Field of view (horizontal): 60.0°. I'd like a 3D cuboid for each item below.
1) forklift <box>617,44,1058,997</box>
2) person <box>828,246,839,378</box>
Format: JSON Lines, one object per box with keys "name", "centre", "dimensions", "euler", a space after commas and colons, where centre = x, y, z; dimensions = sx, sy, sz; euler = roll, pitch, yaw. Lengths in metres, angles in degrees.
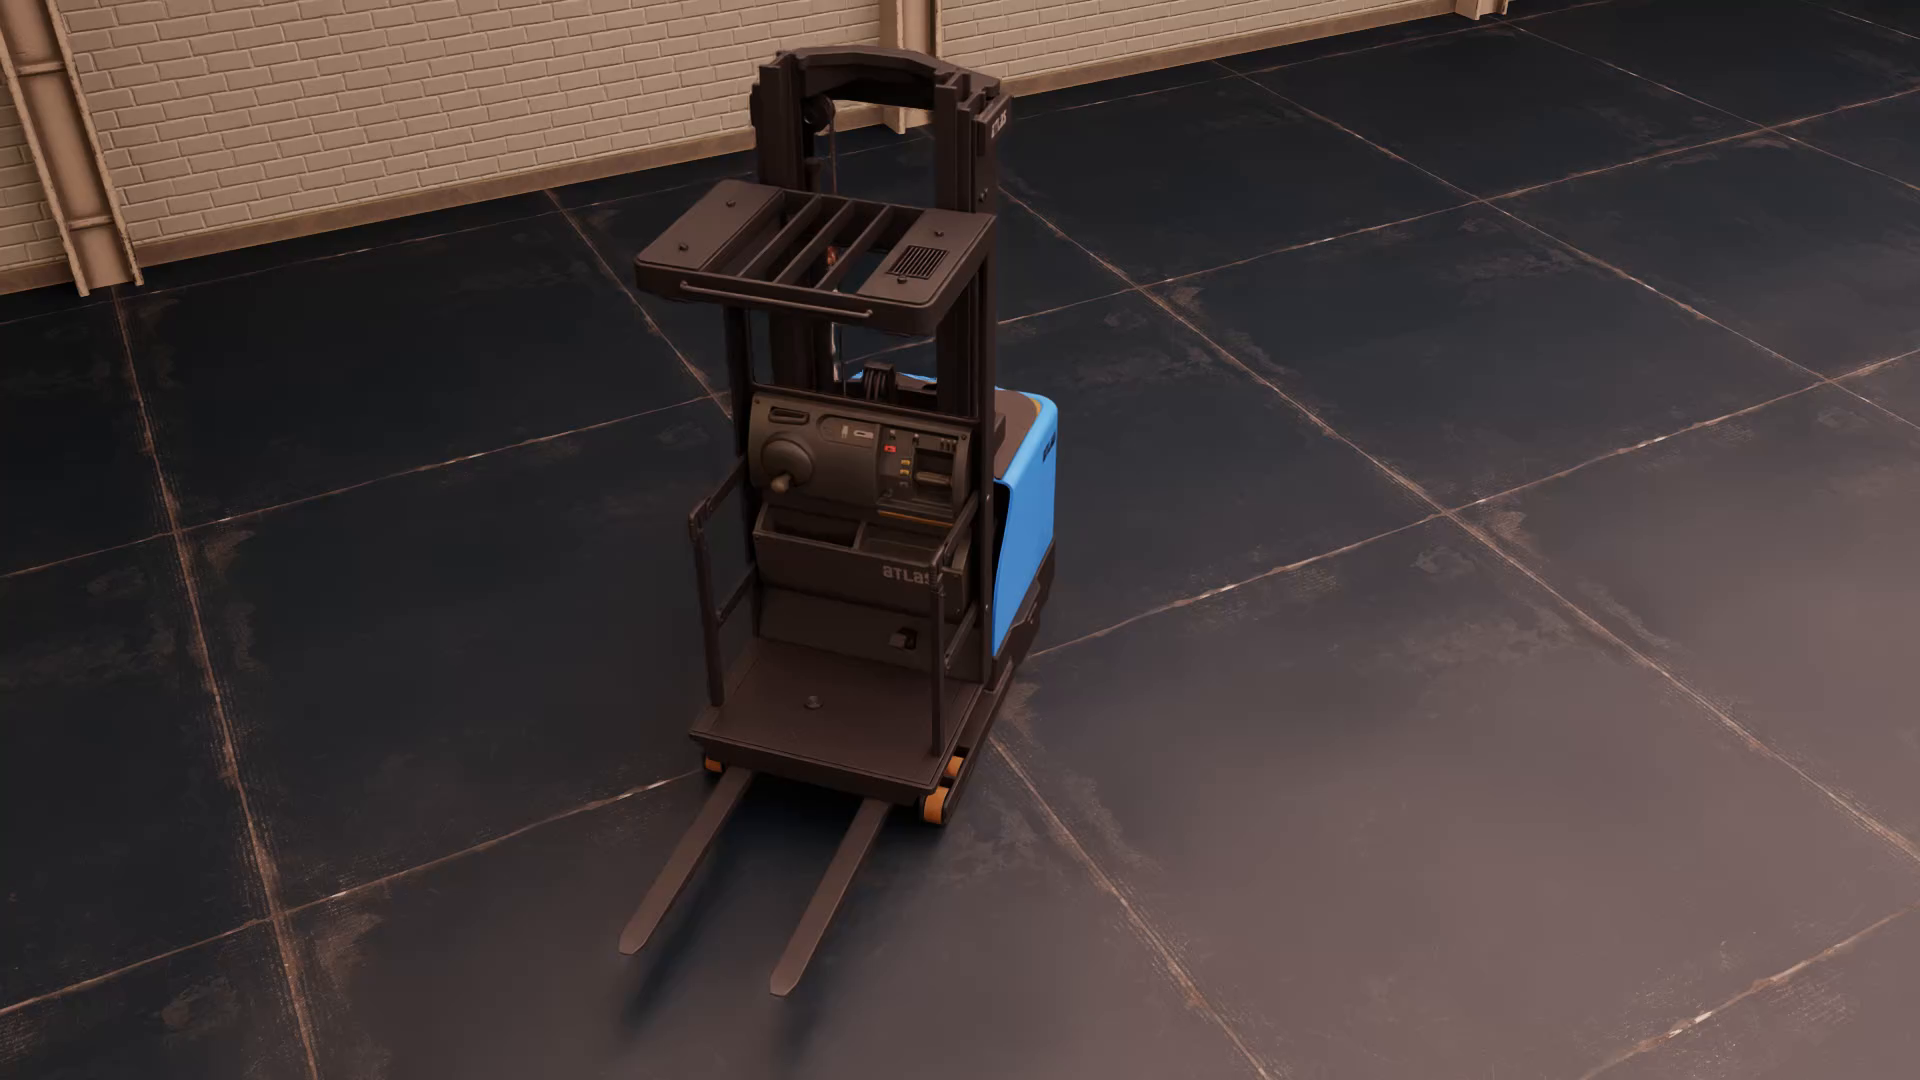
{"name": "forklift", "centre": [-0.475, -0.267, 6.501], "dimensions": [1.130, 2.935, 3.031], "euler": [11, 37, 15]}
{"name": "person", "centre": [-0.762, -0.940, 8.642], "dimensions": [0.353, 1.568, 0.700], "euler": [3, 35, 4]}
